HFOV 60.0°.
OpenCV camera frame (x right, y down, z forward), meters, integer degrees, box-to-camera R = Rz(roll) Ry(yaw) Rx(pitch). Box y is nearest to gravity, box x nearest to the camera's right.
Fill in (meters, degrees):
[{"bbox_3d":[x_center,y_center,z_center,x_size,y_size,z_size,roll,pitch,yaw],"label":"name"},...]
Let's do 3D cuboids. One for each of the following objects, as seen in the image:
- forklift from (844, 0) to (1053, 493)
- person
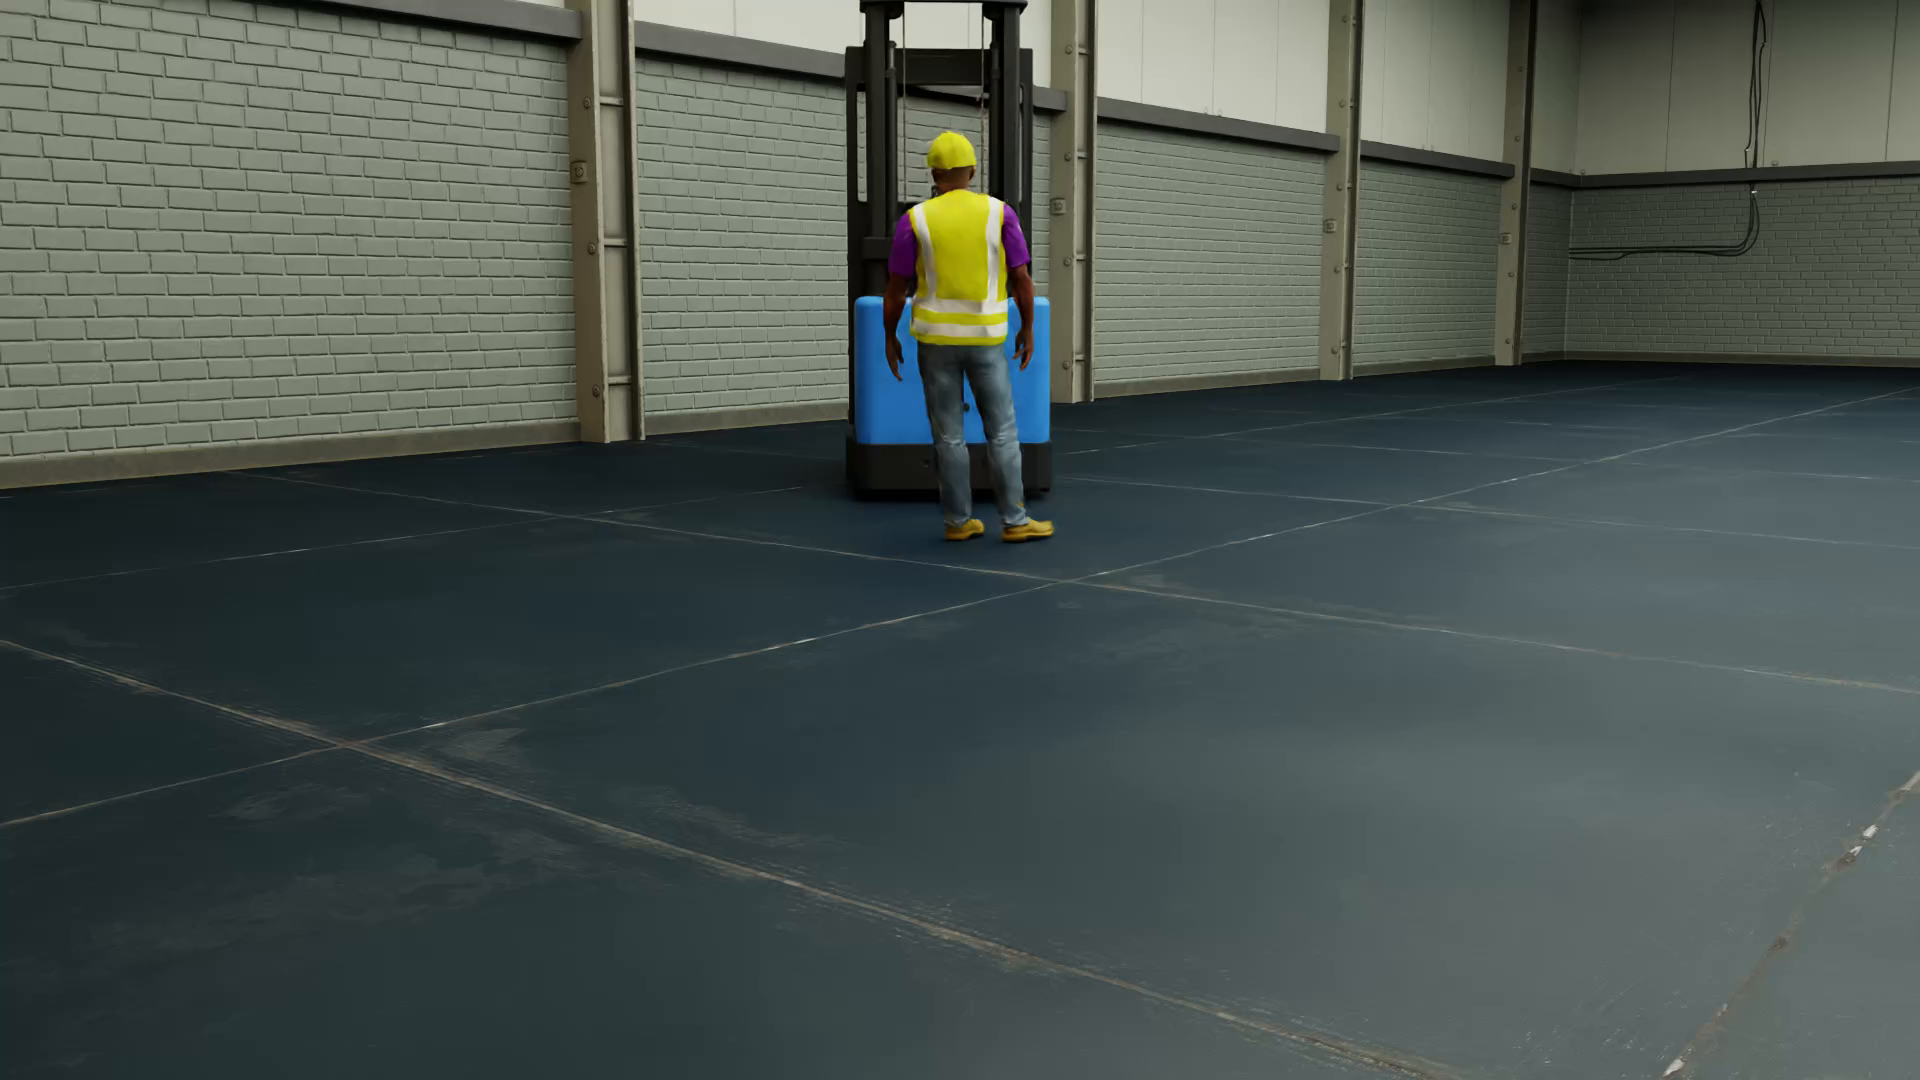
[{"bbox_3d":[-0.139,-1.865,10.026,1.130,2.935,3.031,-1,8,-4],"label":"forklift"},{"bbox_3d":[0.055,-0.880,7.291,0.752,1.768,0.444,-1,8,-4],"label":"person"}]
